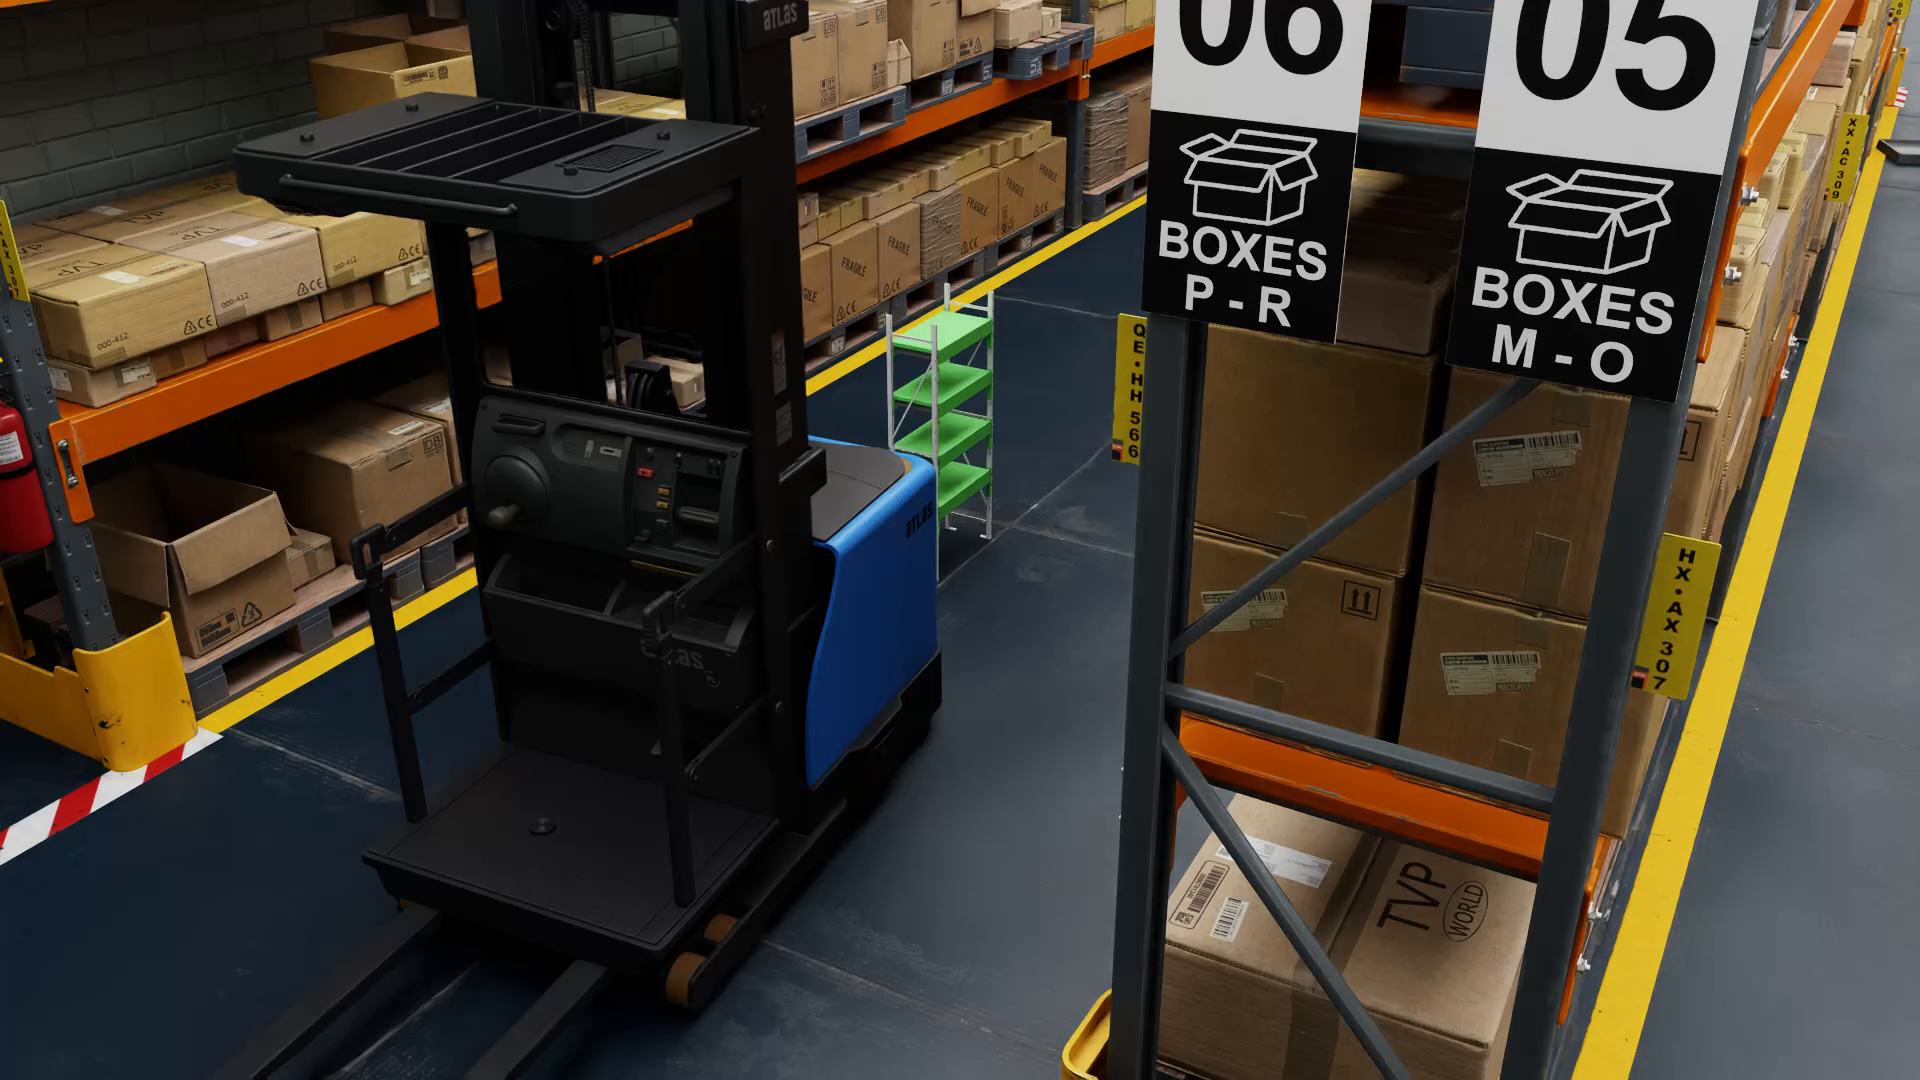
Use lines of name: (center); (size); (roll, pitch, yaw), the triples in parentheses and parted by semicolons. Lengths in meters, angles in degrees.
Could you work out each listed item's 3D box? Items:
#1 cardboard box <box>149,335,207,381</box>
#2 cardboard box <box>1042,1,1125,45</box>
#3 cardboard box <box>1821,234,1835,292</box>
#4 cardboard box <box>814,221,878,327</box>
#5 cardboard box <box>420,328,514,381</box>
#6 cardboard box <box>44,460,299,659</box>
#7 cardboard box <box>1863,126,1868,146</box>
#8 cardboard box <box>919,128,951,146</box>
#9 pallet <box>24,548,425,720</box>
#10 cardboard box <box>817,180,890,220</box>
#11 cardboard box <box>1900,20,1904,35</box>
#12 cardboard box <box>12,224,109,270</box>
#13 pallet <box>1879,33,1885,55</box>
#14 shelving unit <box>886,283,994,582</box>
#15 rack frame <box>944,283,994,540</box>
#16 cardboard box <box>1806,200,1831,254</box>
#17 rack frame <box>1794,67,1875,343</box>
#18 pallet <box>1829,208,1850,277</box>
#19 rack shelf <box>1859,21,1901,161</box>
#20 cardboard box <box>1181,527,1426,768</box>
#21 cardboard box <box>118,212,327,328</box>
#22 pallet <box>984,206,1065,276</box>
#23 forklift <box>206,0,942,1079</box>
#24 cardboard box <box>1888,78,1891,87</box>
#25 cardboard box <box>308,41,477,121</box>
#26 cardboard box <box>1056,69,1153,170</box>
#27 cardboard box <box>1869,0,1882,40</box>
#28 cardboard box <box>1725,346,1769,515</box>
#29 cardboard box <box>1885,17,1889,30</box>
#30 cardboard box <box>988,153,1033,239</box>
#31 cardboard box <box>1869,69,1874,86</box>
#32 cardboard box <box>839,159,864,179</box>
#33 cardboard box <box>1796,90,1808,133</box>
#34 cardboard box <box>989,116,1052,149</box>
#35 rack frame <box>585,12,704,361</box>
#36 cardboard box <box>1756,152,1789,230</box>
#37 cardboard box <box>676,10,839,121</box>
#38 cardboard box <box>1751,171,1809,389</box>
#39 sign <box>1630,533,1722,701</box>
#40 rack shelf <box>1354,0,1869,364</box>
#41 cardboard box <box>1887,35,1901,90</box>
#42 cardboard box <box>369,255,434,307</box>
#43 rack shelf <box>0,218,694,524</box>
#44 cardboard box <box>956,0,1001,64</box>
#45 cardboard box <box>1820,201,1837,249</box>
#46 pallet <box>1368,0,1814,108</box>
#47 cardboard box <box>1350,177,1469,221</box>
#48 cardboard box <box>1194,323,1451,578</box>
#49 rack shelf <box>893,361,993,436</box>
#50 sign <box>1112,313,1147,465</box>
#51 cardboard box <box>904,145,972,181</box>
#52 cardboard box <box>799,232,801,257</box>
cardboard box: (-3.004, -0.715, 6.107); (0.380, 0.149, 0.250); (15, 30, 27)
cardboard box: (0.877, -3.820, 12.197); (0.500, 0.250, 0.500); (14, 30, 26)
cardboard box: (5.056, -1.907, 10.675); (0.950, 0.372, 0.625); (12, 29, 23)
cardboard box: (-0.835, -1.628, 9.974); (0.500, 0.500, 0.500); (14, 30, 25)
cardboard box: (-2.141, -0.667, 8.054); (0.700, 0.500, 0.500); (13, 29, 24)
cardboard box: (-3.106, 0.061, 6.597); (0.797, 0.503, 0.637); (13, 29, 24)
cardboard box: (6.481, -3.043, 12.944); (0.950, 0.372, 0.625); (15, 30, 27)
cardboard box: (-0.289, -2.781, 11.553); (0.380, 0.149, 0.250); (15, 30, 27)
pallet: (-3.061, 0.256, 7.002); (1.003, 0.211, 1.213); (14, 30, 26)
cardboard box: (-0.650, -2.077, 10.146); (0.380, 0.149, 0.250); (14, 30, 26)
cardboard box: (7.757, -4.331, 14.091); (0.380, 0.149, 0.250); (16, 31, 29)
cardboard box: (-3.495, -0.954, 6.140); (0.500, 0.250, 0.500); (15, 30, 28)
pallet: (5.707, -3.371, 11.347); (1.003, 0.211, 1.213); (14, 30, 26)
shelving unit: (-0.081, -0.472, 7.353); (0.258, 1.200, 0.503); (14, 30, 26)
rack frame: (0.039, -0.567, 7.542); (0.240, 1.200, 0.015); (14, 30, 26)
cardboard box: (3.263, -1.383, 6.771); (0.500, 0.250, 0.500); (13, 30, 25)
rack frame: (4.769, -2.676, 9.745); (1.000, 3.000, 0.127); (14, 30, 26)
pallet: (5.756, -2.207, 11.923); (1.003, 0.211, 1.213); (14, 30, 26)
rack shelf: (5.753, -3.134, 11.463); (1.077, 0.370, 4.000); (14, 30, 26)
cardboard box: (0.840, 0.151, 3.987); (0.500, 0.500, 0.500); (14, 30, 26)
cardboard box: (-2.784, -1.030, 6.292); (0.500, 0.250, 0.500); (15, 30, 27)
pallet: (0.046, -2.238, 11.985); (1.003, 0.211, 1.213); (14, 30, 26)
forklift: (-1.139, -0.134, 4.742); (1.130, 2.935, 3.031); (11, 29, 22)
cardboard box: (8.279, -4.178, 15.348); (0.500, 0.250, 0.500); (14, 30, 26)
cardboard box: (-2.294, -1.754, 6.899); (0.500, 0.500, 0.500); (15, 30, 27)
cardboard box: (1.079, -3.390, 13.355); (0.875, 0.625, 0.625); (15, 30, 28)
cardboard box: (3.992, -2.320, 7.804); (0.500, 0.500, 0.500); (14, 30, 25)
cardboard box: (2.042, -0.323, 4.934); (0.500, 0.500, 0.500); (15, 30, 28)
cardboard box: (5.442, -3.371, 10.220); (0.500, 0.500, 0.500); (16, 31, 29)
cardboard box: (0.170, -2.433, 11.583); (0.500, 0.500, 0.500); (14, 30, 25)
cardboard box: (4.752, -2.588, 9.178); (0.500, 0.250, 0.500); (14, 30, 26)
cardboard box: (-0.842, -2.382, 10.756); (0.380, 0.149, 0.250); (13, 29, 24)
cardboard box: (2.371, -1.327, 5.097); (0.380, 0.149, 0.250); (14, 30, 26)
cardboard box: (0.423, -2.880, 11.750); (0.380, 0.149, 0.250); (13, 29, 24)
rack frame: (-1.522, -2.209, 8.812); (1.000, 3.000, 0.127); (14, 30, 26)
cardboard box: (1.900, -0.920, 4.284); (0.380, 0.149, 0.250); (14, 30, 27)
cardboard box: (-1.089, -2.581, 8.974); (0.700, 0.500, 0.500); (15, 30, 27)
cardboard box: (2.057, -0.774, 4.717); (0.500, 0.500, 0.500); (14, 30, 26)
sign: (1.314, 0.144, 3.057); (0.100, 0.325, 0.005); (14, 30, 26)
rack shelf: (1.817, -1.358, 4.564); (1.077, 0.370, 4.000); (14, 30, 26)
cardboard box: (7.772, -4.112, 14.378); (0.500, 0.500, 0.500); (16, 31, 29)
cardboard box: (-2.412, -1.097, 6.870); (0.380, 0.149, 0.250); (13, 30, 25)
rack shelf: (-2.506, -1.108, 7.416); (1.077, 0.370, 4.000); (14, 30, 26)
cardboard box: (-0.196, -3.325, 10.457); (0.797, 0.503, 0.637); (13, 30, 25)
cardboard box: (3.767, -1.562, 7.687); (0.500, 0.250, 0.500); (14, 30, 26)
pallet: (1.189, -1.152, 3.448); (1.003, 0.211, 1.213); (14, 30, 26)
cardboard box: (0.993, -0.748, 3.939); (0.380, 0.149, 0.250); (14, 30, 26)
cardboard box: (0.863, -0.291, 3.751); (0.500, 0.500, 0.500); (15, 30, 28)
rack shelf: (-0.081, -0.629, 7.274); (0.258, 0.148, 0.480); (14, 30, 26)
sign: (0.368, -0.307, 3.454); (0.100, 0.325, 0.005); (14, 30, 26)
cardboard box: (-0.144, -2.483, 10.959); (0.380, 0.149, 0.250); (14, 30, 25)
cardboard box: (-1.114, -1.650, 9.294); (0.380, 0.149, 0.250); (16, 31, 28)
